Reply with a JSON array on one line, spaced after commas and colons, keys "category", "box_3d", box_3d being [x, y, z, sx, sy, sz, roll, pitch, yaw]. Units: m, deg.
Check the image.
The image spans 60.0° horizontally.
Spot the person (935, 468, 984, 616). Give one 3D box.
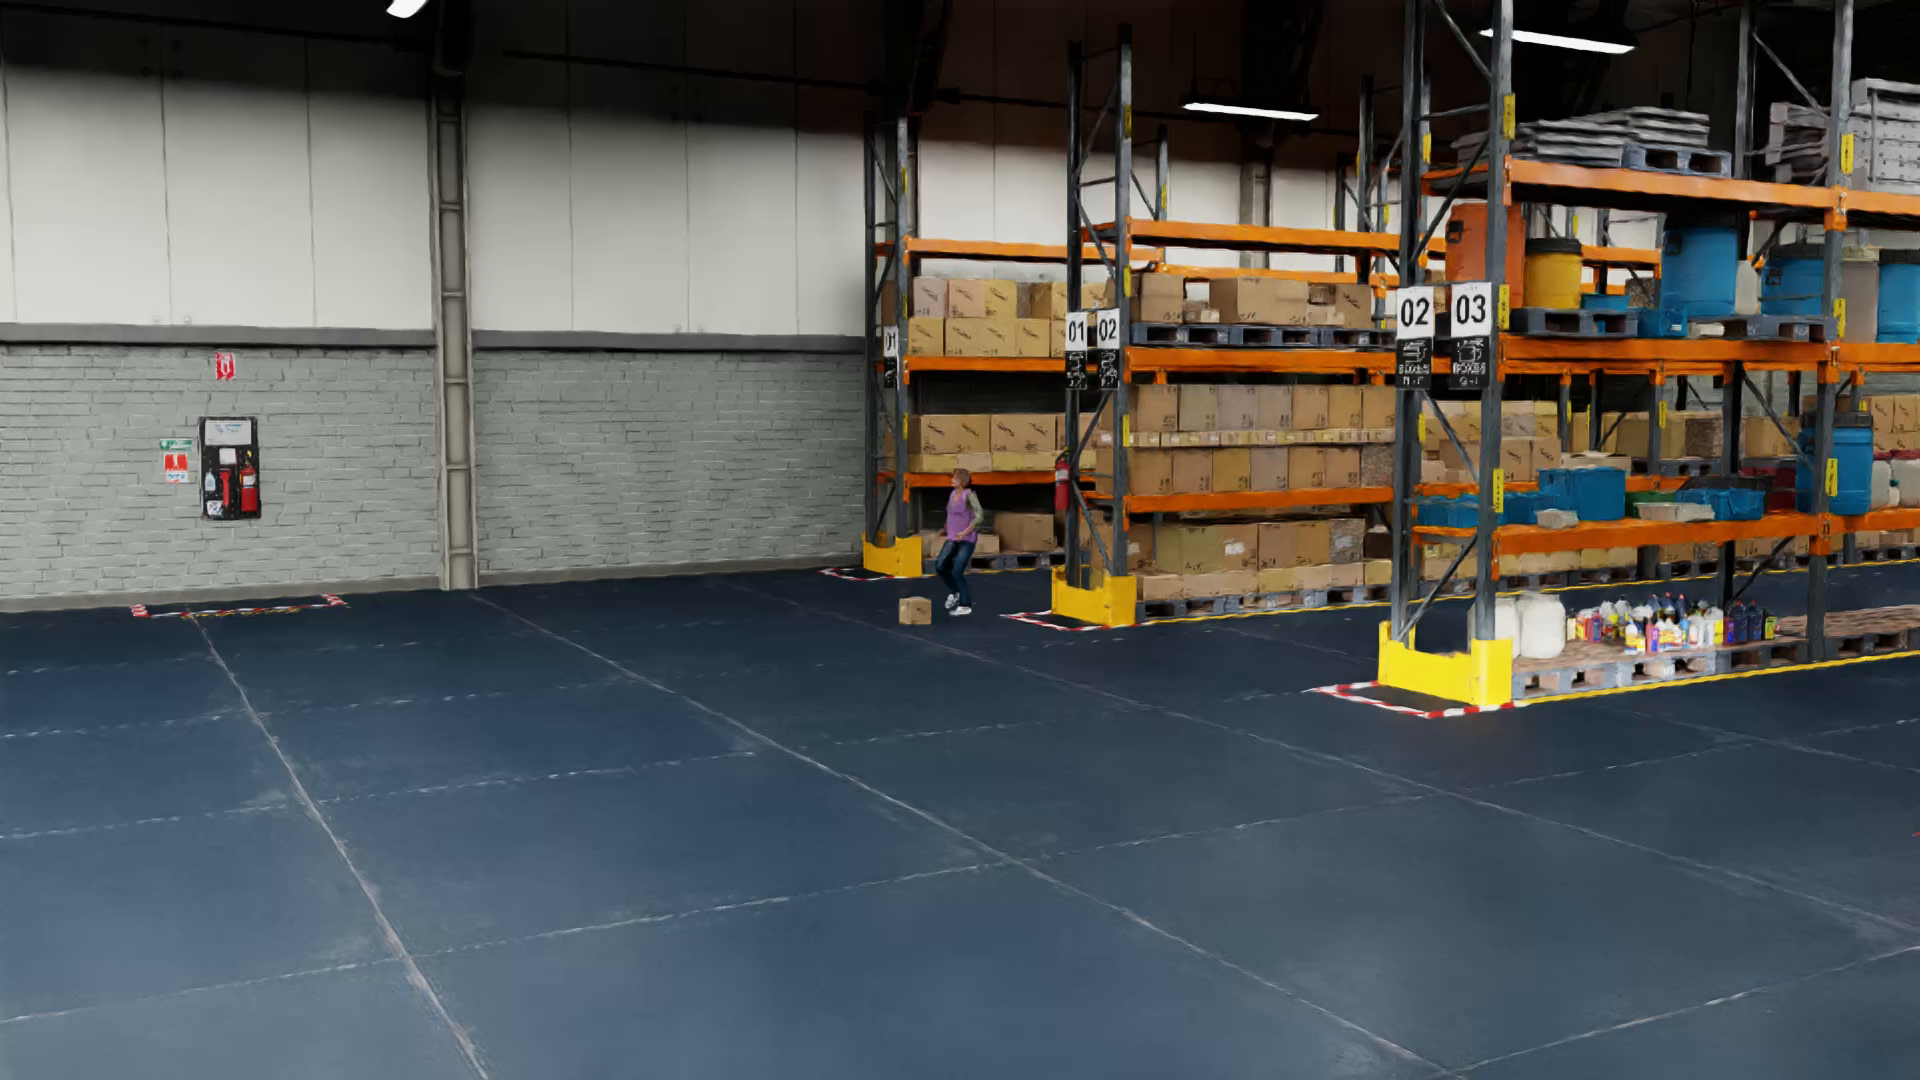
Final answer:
[{"category": "person", "box_3d": [-0.007, 0.020, 17.604, 0.585, 1.566, 0.439, 5, 7, 44]}]
